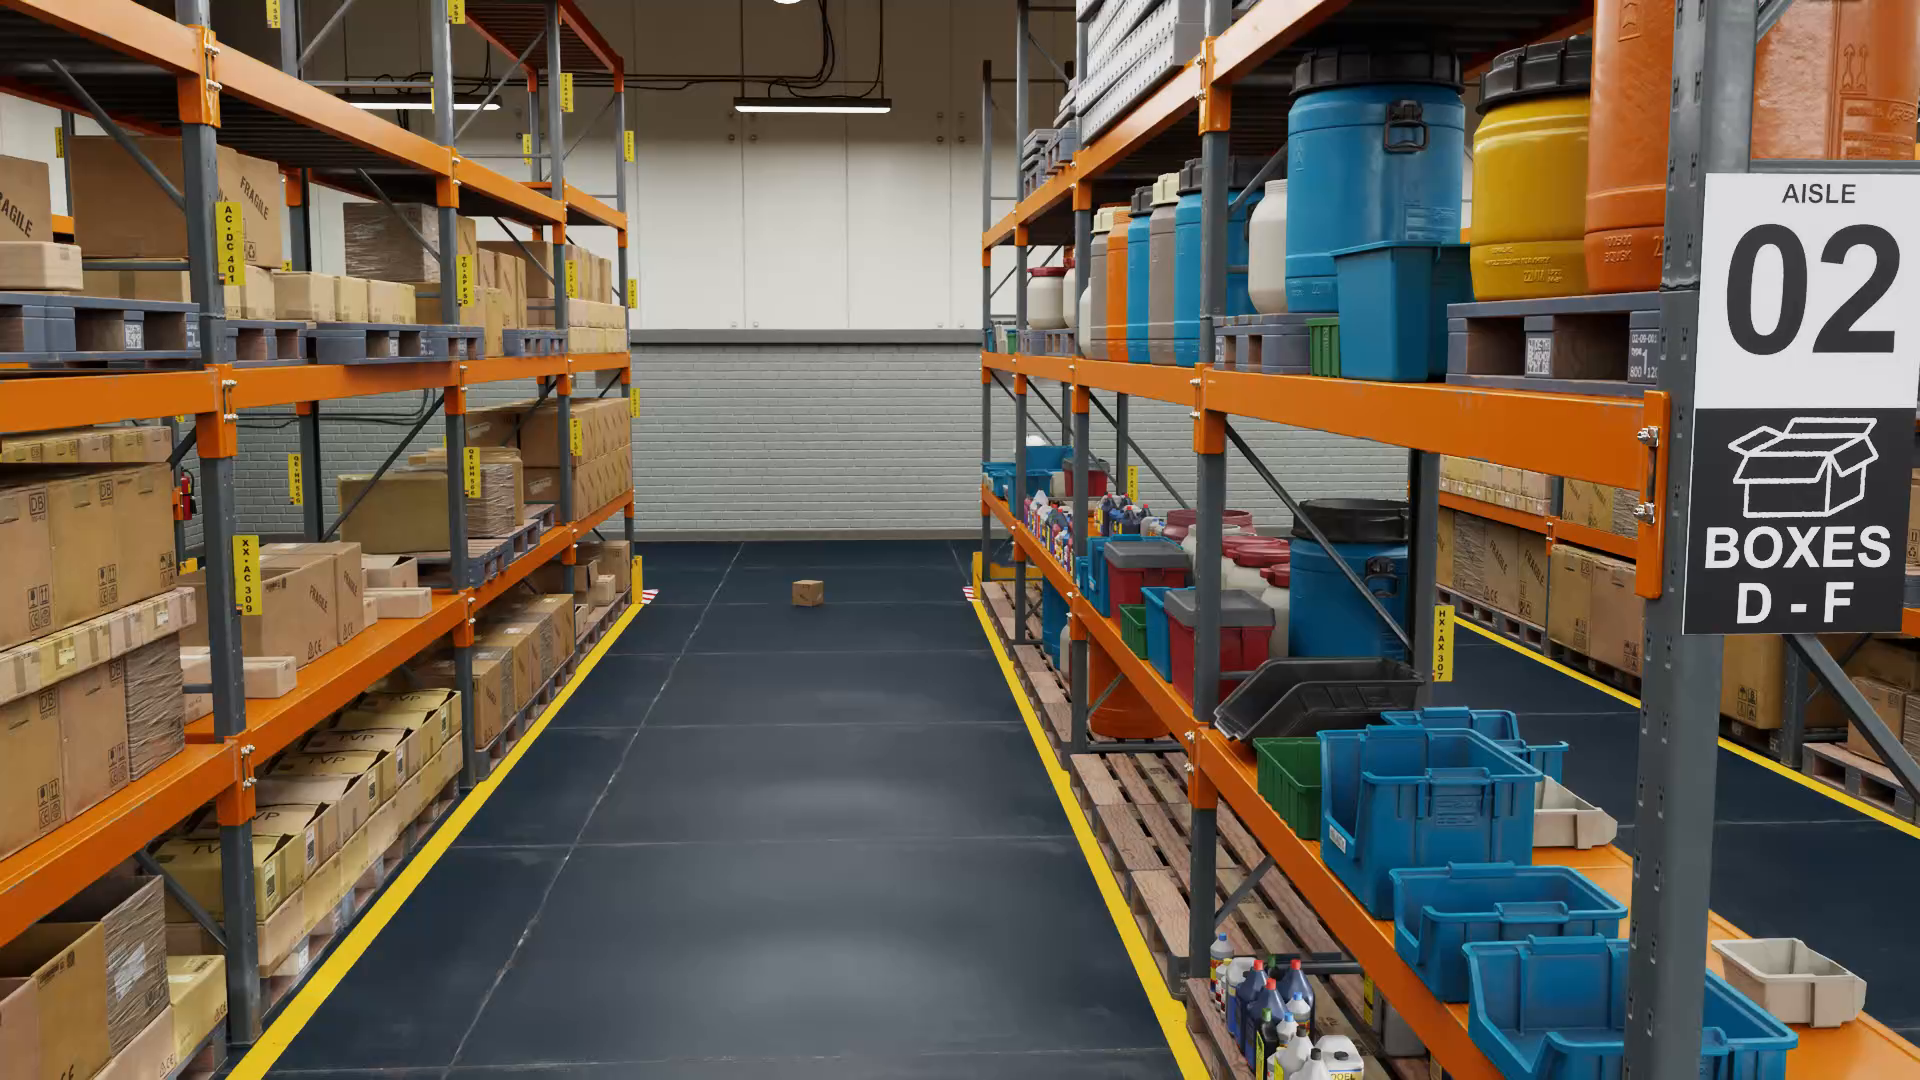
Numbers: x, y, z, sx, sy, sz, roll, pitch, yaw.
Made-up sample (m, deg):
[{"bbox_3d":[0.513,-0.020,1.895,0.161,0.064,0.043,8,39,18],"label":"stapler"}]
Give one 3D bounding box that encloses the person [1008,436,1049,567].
[{"bbox_3d":[0.842,-0.395,20.307,0.509,1.761,0.595,0,7,-1],"label":"person"}]
